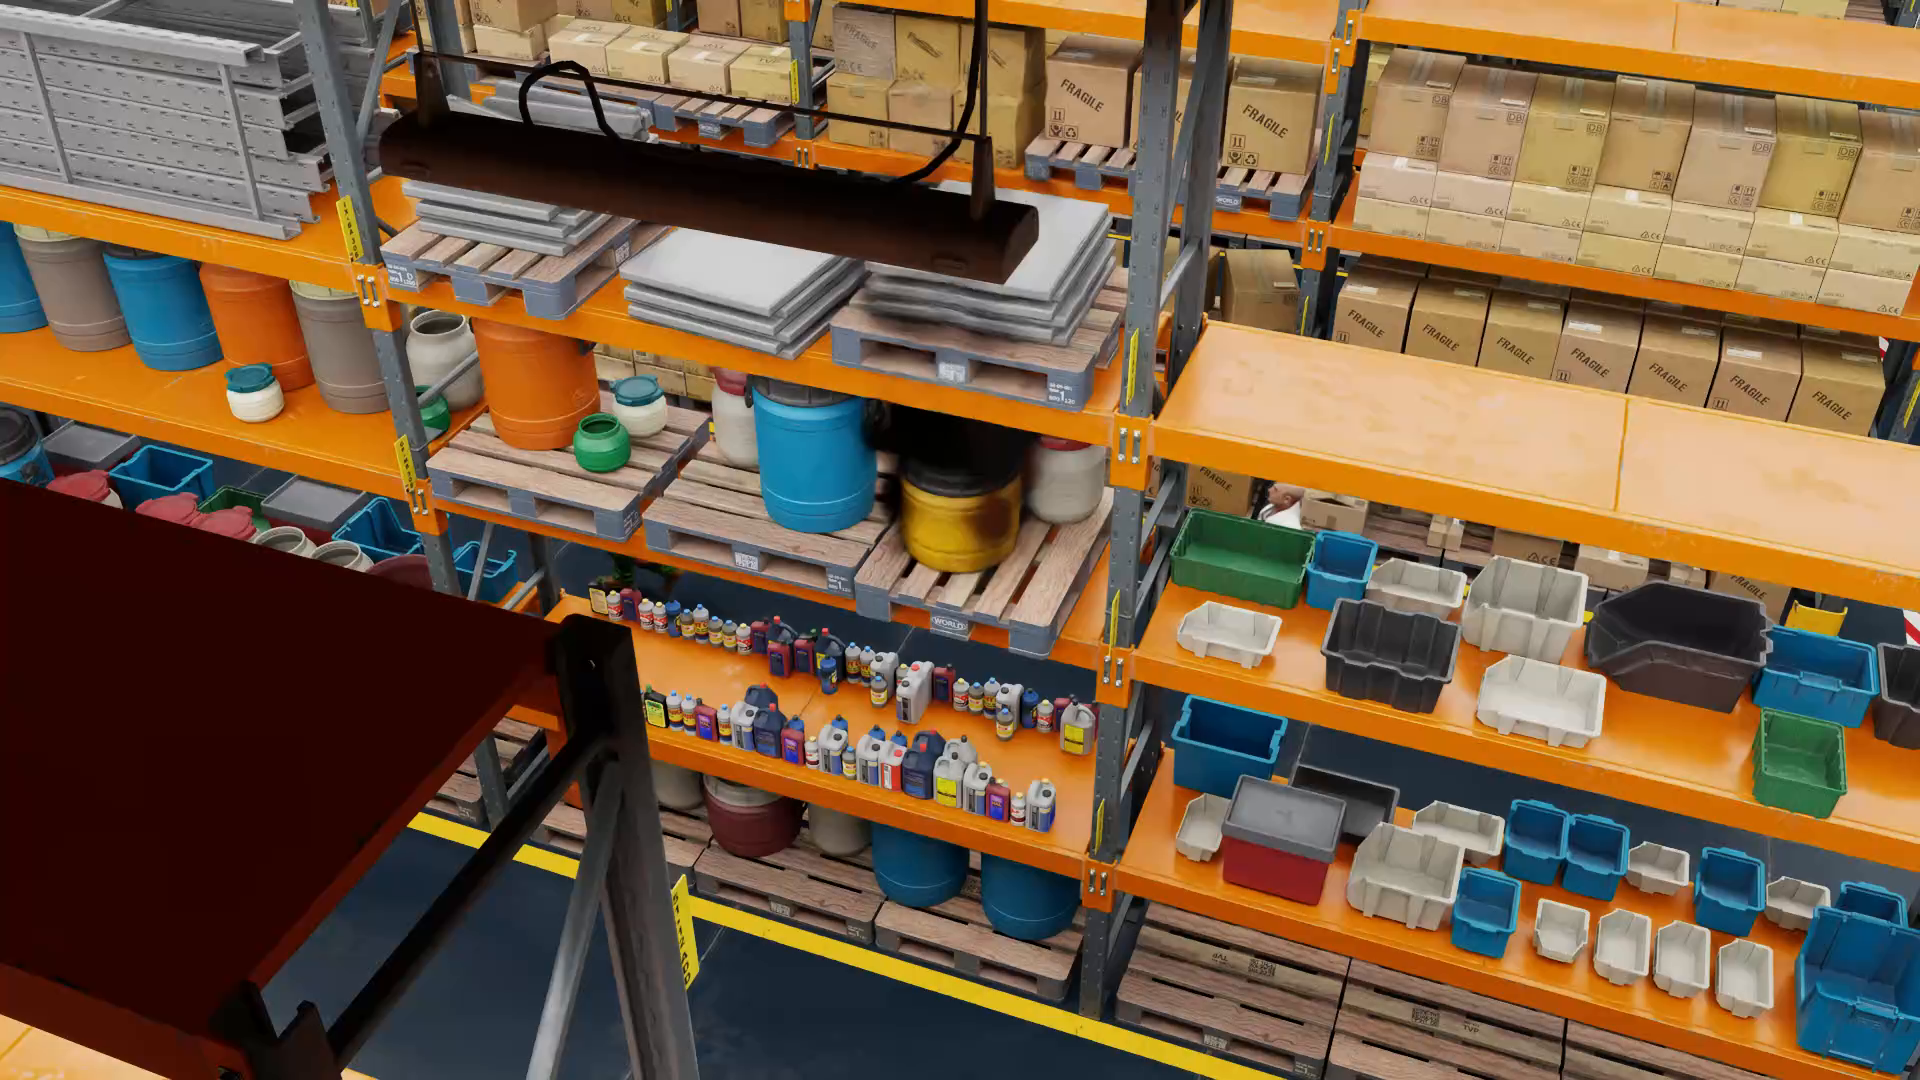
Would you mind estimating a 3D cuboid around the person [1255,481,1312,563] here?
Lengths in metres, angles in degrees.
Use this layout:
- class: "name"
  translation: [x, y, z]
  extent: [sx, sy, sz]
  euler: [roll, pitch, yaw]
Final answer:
- class: "person"
  translation: [2.084, 0.285, 11.537]
  extent: [0.678, 1.767, 0.693]
  euler: [7, 37, 10]

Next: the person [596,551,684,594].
- class: "person"
  translation: [-2.439, -0.306, 12.341]
  extent: [0.780, 1.748, 0.663]
  euler: [7, 37, 10]
